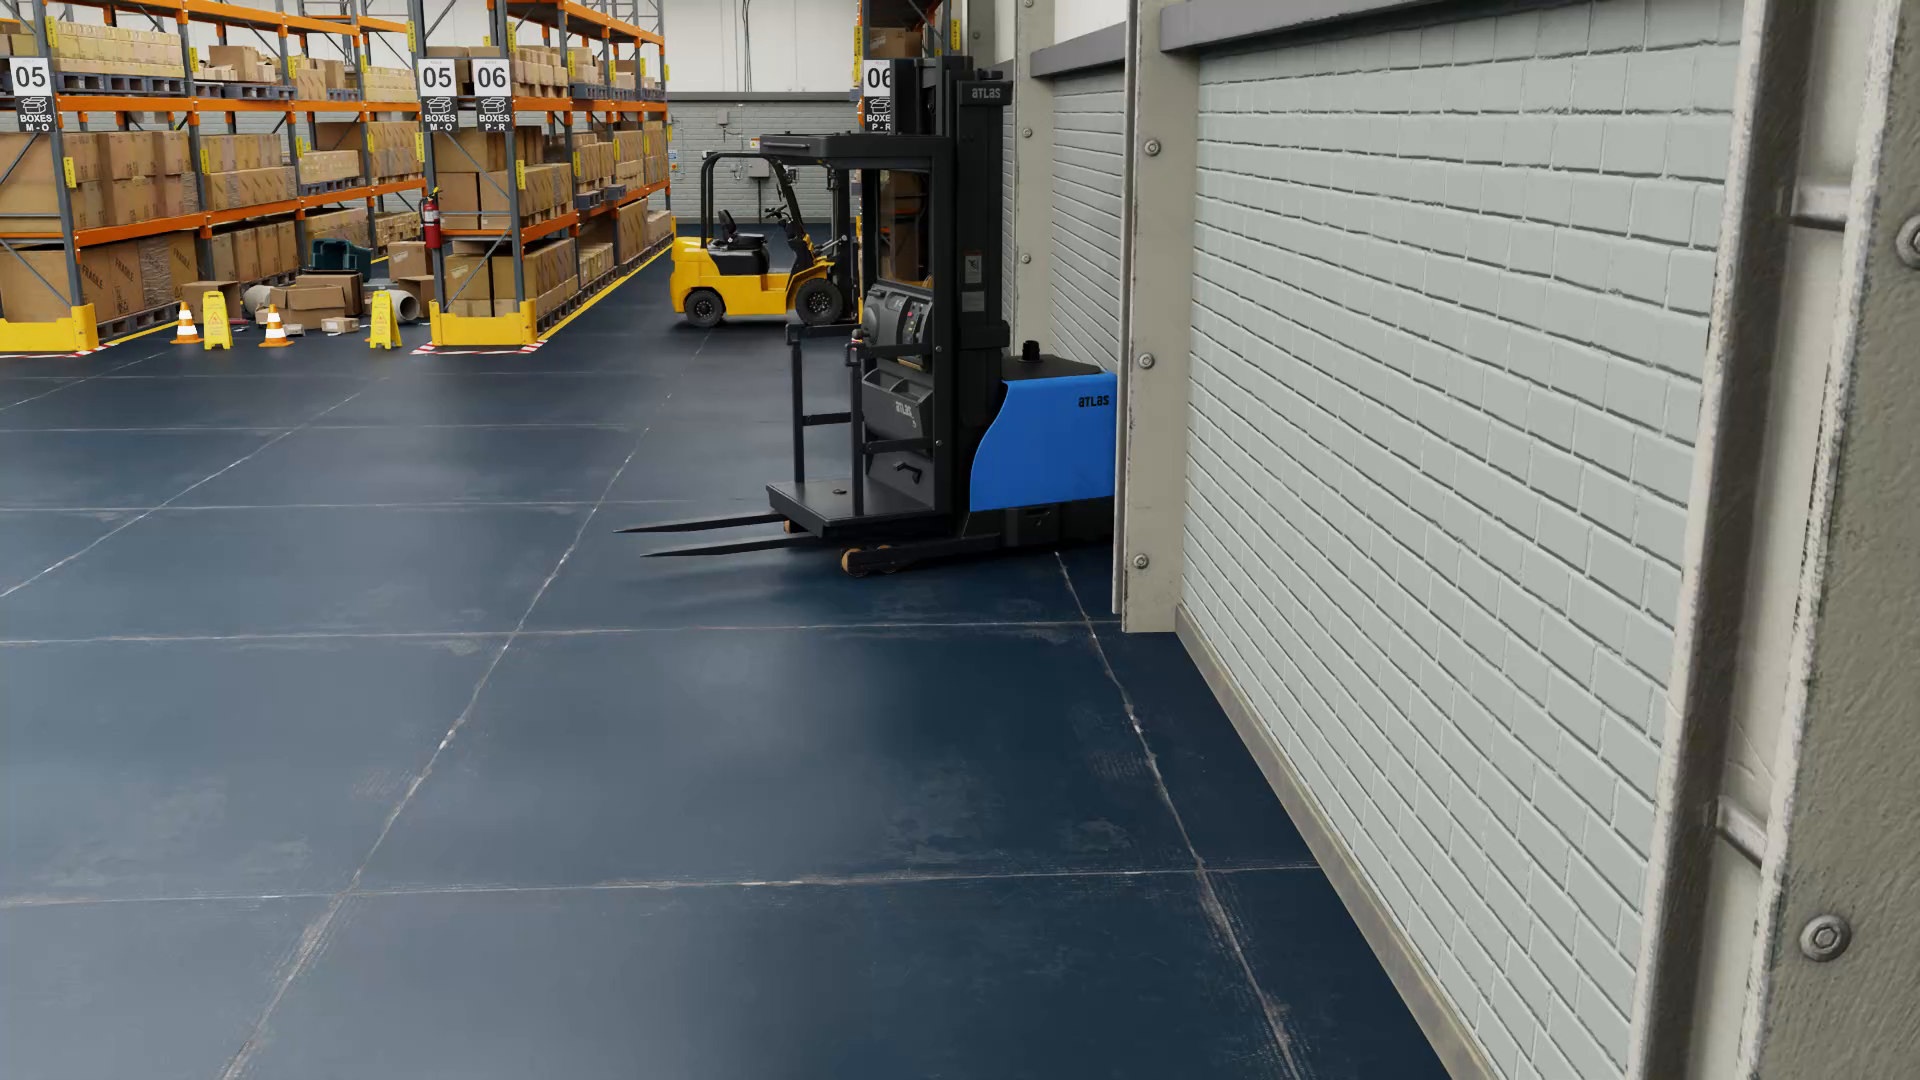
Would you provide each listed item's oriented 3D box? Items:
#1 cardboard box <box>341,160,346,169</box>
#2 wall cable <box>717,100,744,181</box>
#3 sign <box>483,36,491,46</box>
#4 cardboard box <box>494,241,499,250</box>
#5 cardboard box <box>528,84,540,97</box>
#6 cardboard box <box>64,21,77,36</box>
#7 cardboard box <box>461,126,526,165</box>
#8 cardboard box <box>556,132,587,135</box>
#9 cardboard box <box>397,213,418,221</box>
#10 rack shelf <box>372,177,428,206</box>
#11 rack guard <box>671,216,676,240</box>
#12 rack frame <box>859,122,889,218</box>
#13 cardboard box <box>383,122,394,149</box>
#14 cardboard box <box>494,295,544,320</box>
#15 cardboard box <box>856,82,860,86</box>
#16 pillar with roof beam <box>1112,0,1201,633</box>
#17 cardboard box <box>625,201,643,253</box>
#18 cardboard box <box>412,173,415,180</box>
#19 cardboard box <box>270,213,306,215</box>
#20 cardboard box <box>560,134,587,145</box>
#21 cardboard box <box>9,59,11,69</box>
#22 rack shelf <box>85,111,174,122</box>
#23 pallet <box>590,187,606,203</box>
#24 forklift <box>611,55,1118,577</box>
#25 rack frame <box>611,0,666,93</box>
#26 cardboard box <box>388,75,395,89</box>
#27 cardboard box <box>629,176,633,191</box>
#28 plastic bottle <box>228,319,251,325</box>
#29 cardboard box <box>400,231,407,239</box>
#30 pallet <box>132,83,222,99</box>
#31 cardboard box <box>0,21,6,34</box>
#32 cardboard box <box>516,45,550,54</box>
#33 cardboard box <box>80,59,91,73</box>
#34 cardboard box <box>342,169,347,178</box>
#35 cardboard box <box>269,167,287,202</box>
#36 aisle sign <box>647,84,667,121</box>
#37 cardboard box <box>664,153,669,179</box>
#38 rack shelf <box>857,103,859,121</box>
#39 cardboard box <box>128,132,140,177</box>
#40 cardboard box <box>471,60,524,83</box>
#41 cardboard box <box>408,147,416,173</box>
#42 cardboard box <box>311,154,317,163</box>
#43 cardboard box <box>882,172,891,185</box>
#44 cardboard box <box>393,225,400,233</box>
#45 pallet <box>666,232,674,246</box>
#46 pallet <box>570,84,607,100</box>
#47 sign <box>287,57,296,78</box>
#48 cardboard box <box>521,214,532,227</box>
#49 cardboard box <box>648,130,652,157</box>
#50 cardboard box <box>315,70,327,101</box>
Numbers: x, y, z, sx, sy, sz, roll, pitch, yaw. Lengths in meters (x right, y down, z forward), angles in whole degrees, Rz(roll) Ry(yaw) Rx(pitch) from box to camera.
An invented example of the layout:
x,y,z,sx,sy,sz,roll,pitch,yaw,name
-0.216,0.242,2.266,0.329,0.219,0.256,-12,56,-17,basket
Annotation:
x,y,z,sx,sy,sz,roll,pitch,yaw,name
-10.966,-6.560,29.069,0.380,0.149,0.250,-1,14,-5,cardboard box
-5.511,-9.641,39.938,0.588,1.984,0.122,-1,14,-3,wall cable
-6.363,-6.622,22.396,0.100,0.325,0.005,-1,14,-3,sign
-5.988,-3.706,20.777,0.380,0.149,0.250,0,14,-1,cardboard box
-5.342,-5.483,20.300,0.380,0.149,0.250,-1,14,-3,cardboard box
-10.213,-5.761,18.736,0.380,0.149,0.250,-1,14,-3,cardboard box
-5.985,-5.049,21.326,0.700,0.500,0.500,-1,14,-5,cardboard box
-6.350,-6.390,27.133,0.500,0.500,0.500,-1,14,-5,cardboard box
-11.100,-6.478,33.368,0.380,0.149,0.250,-1,14,-5,cardboard box
-11.363,-6.775,32.281,1.077,0.370,4.000,-1,14,-3,rack shelf
-6.554,-6.517,34.854,1.175,0.500,0.348,-1,14,-3,rack guard
-1.599,-7.800,34.821,1.000,3.000,0.127,-1,14,-3,rack frame
-11.072,-7.673,31.524,0.500,0.500,0.500,-1,14,-3,cardboard box
-5.335,-2.820,20.140,0.500,0.250,0.500,-1,14,-4,cardboard box
-1.609,-7.925,28.750,0.380,0.149,0.250,-1,14,-2,cardboard box
-3.304,-3.862,7.477,9.100,9.000,0.400,-1,14,-3,pillar with roof beam
-6.123,-5.524,29.398,0.875,0.875,0.875,0,14,-2,cardboard box
-11.176,-7.298,33.374,0.380,0.149,0.250,-1,14,-4,cardboard box
-11.353,-5.405,28.183,0.500,0.250,0.500,-1,14,-2,cardboard box
-5.656,-5.839,24.257,0.380,0.149,0.250,0,14,0,cardboard box
-10.869,-5.364,18.796,0.380,0.149,0.250,-1,14,-3,cardboard box
-16.320,-8.176,31.707,1.077,0.370,4.000,-1,14,-3,rack shelf
-5.894,-5.148,24.899,1.003,0.211,1.213,-1,14,-3,pallet
-0.563,-1.353,9.902,3.031,2.935,1.130,-7,16,-25,forklift
-6.553,-10.627,33.772,1.000,3.000,0.127,-1,14,-3,rack frame
-11.123,-8.752,31.799,0.500,0.250,0.500,-2,15,-6,cardboard box
-5.947,-6.166,28.773,0.500,0.250,0.500,-1,14,-3,cardboard box
-9.212,-2.787,21.237,0.283,0.061,0.133,-6,16,-23,plastic bottle
-11.095,-5.994,32.682,0.380,0.149,0.250,-1,14,-2,cardboard box
-10.850,-6.223,23.059,0.805,0.209,1.217,-1,15,-6,pallet
-10.855,-5.689,18.458,0.380,0.149,0.250,-1,14,-3,cardboard box
-5.972,-6.705,23.003,0.500,0.250,0.500,-1,14,-2,cardboard box
-10.229,-5.440,19.091,0.380,0.149,0.250,-1,14,-3,cardboard box
-10.972,-6.423,29.131,0.380,0.149,0.250,-2,15,-6,cardboard box
-10.666,-5.447,25.478,0.500,0.500,0.500,-1,14,-3,cardboard box
-6.248,-9.004,34.283,0.394,0.787,0.004,-1,14,-3,aisle sign
-6.259,-7.655,34.056,0.500,0.500,0.500,-1,14,-3,cardboard box
-1.475,-8.407,32.603,1.077,0.370,4.000,-1,14,-3,rack shelf
-10.668,-4.736,20.447,0.875,0.550,0.500,-1,14,-3,cardboard box
-5.327,-5.396,19.164,0.500,0.250,0.500,-1,14,-4,cardboard box
-11.176,-7.577,33.158,0.500,0.500,0.500,-1,14,-4,cardboard box
-10.873,-6.312,27.508,0.380,0.149,0.250,-1,15,-6,cardboard box
-0.909,-4.265,19.580,0.380,0.149,0.250,-1,14,-3,cardboard box
-11.058,-6.009,32.142,0.380,0.149,0.250,-1,14,-4,cardboard box
-6.425,-6.174,34.099,1.003,0.211,1.213,-1,14,-3,pallet
-5.809,-6.512,24.175,1.213,0.211,1.003,-1,14,-3,pallet
-10.437,-7.379,25.969,0.100,0.325,0.005,-1,14,-3,sign
-5.341,-3.839,19.930,0.380,0.149,0.250,-1,14,-5,cardboard box
-6.118,-7.508,31.479,0.500,0.500,0.500,-1,14,-4,cardboard box
-10.835,-7.527,27.539,0.500,0.500,0.500,-1,14,-3,cardboard box
